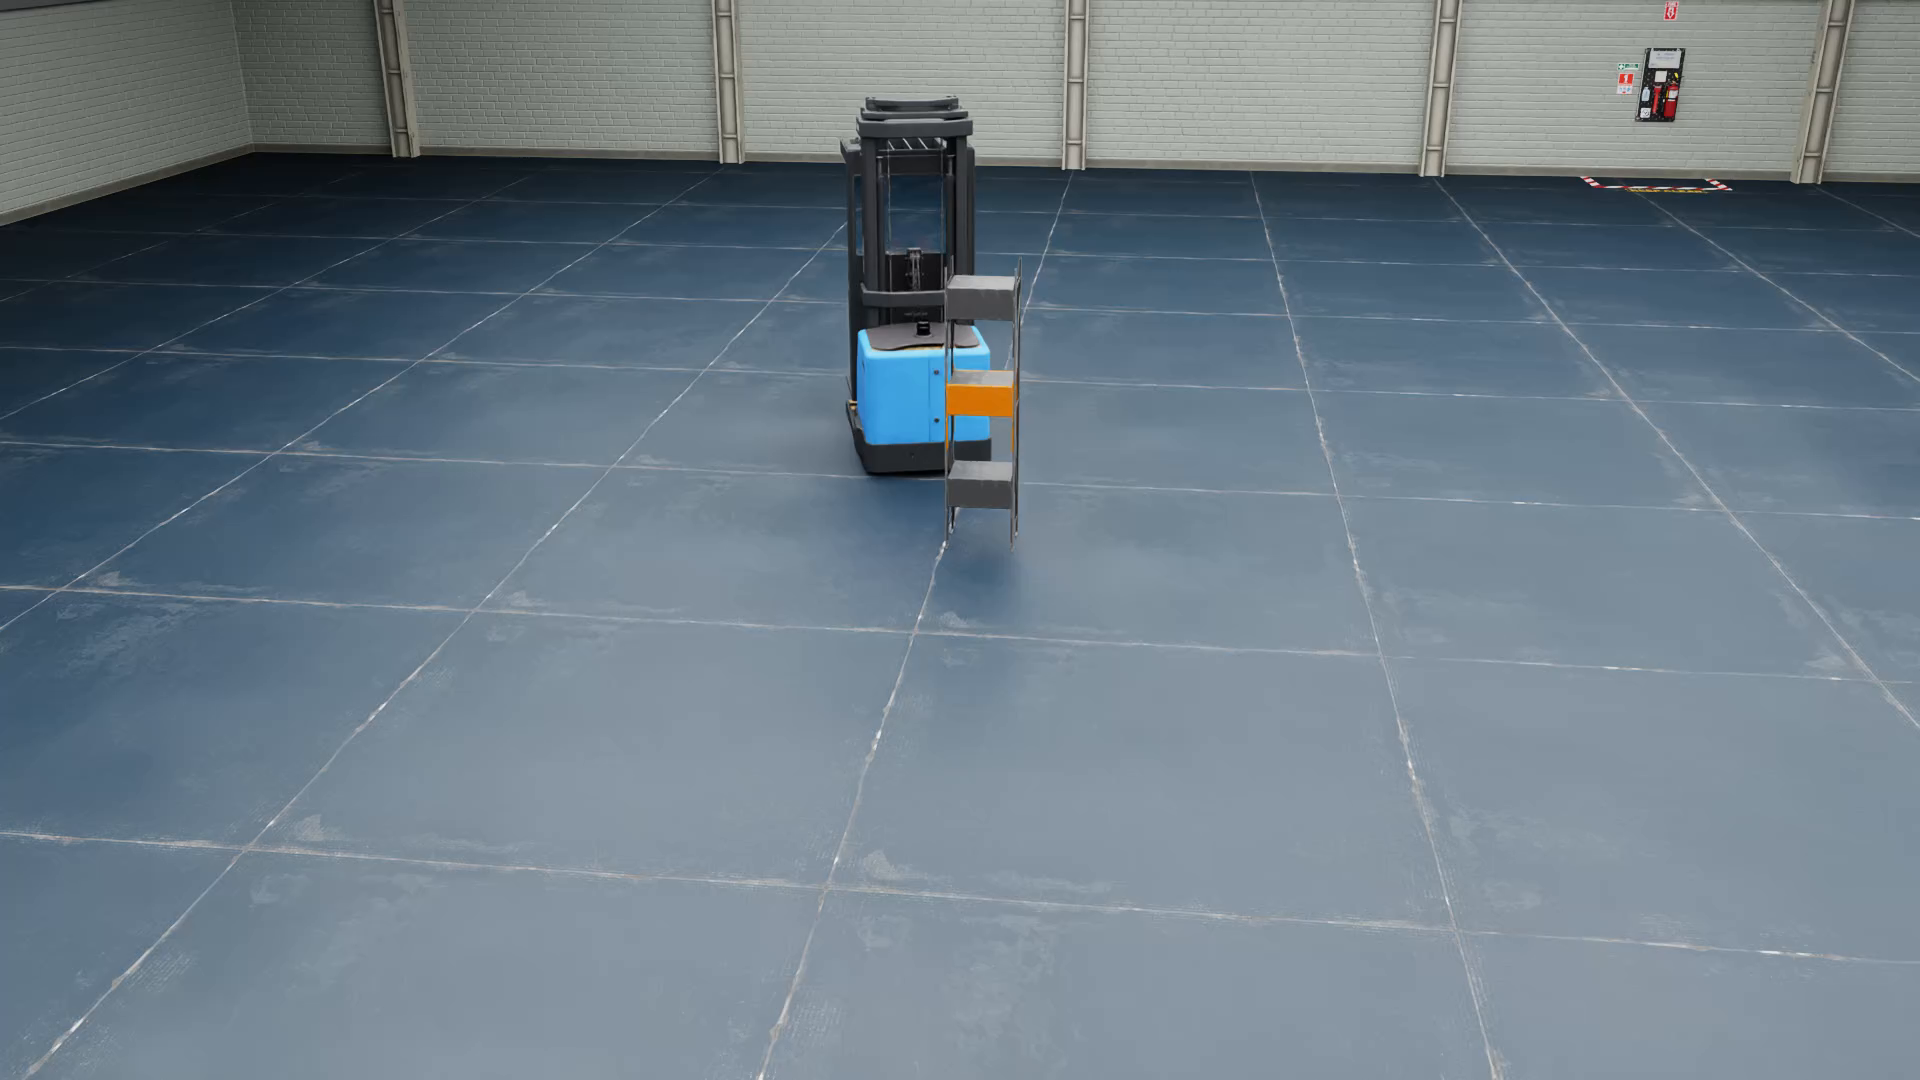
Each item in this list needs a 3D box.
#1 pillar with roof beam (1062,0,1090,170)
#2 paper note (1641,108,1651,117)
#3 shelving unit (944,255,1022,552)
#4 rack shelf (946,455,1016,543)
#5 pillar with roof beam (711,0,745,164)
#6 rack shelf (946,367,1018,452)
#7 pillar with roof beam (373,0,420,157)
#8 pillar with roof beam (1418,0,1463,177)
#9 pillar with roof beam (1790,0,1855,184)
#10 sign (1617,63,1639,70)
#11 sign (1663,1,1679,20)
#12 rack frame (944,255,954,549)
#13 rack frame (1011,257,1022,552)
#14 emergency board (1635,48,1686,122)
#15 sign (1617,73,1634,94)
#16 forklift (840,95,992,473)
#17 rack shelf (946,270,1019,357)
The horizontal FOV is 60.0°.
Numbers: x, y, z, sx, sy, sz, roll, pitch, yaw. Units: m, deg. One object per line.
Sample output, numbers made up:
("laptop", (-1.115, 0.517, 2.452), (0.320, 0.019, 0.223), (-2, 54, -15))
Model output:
("pillar with roof beam", (1.451, -9.009, 22.988), (0.400, 9.000, 9.100), (2, 22, 6))
("paper note", (11.257, -7.016, 27.304), (0.142, 0.148, 0.016), (2, 22, 6))
("shelving unit", (0.164, -0.969, 12.036), (0.503, 2.100, 0.431), (2, 22, 6))
("rack shelf", (0.164, -0.306, 12.298), (0.480, 0.518, 0.431), (2, 22, 6))
("pillar with roof beam", (-4.507, -9.269, 23.644), (0.400, 9.000, 9.100), (2, 22, 6))
("rack shelf", (0.164, -0.957, 12.041), (0.480, 0.518, 0.431), (2, 22, 6))
("pillar with roof beam", (-10.465, -9.528, 24.301), (0.400, 9.000, 9.100), (2, 22, 6))
("pillar with roof beam", (7.410, -8.749, 22.331), (0.400, 9.000, 9.100), (2, 22, 6))
("pillar with roof beam", (13.368, -8.490, 21.674), (0.400, 9.000, 9.100), (2, 22, 6))
("sign", (10.892, -7.714, 27.102), (0.331, 0.109, 0.001), (2, 22, 6))
("sign", (11.429, -8.507, 26.725), (0.199, 0.298, 0.001), (2, 22, 6))
("rack frame", (-0.078, -0.980, 12.062), (0.015, 2.100, 0.400), (2, 22, 6))
("rack frame", (0.407, -0.959, 12.009), (0.015, 2.100, 0.400), (2, 22, 6))
("emergency board", (11.425, -7.393, 27.059), (0.643, 1.169, 0.194), (2, 22, 6))
("sign", (10.888, -7.471, 27.208), (0.234, 0.329, 0.001), (2, 22, 6))
("forklift", (-0.452, -2.421, 14.578), (1.130, 2.935, 3.031), (-3, 22, -7))
("rack shelf", (0.164, -1.608, 11.783), (0.480, 0.518, 0.431), (2, 22, 6))
